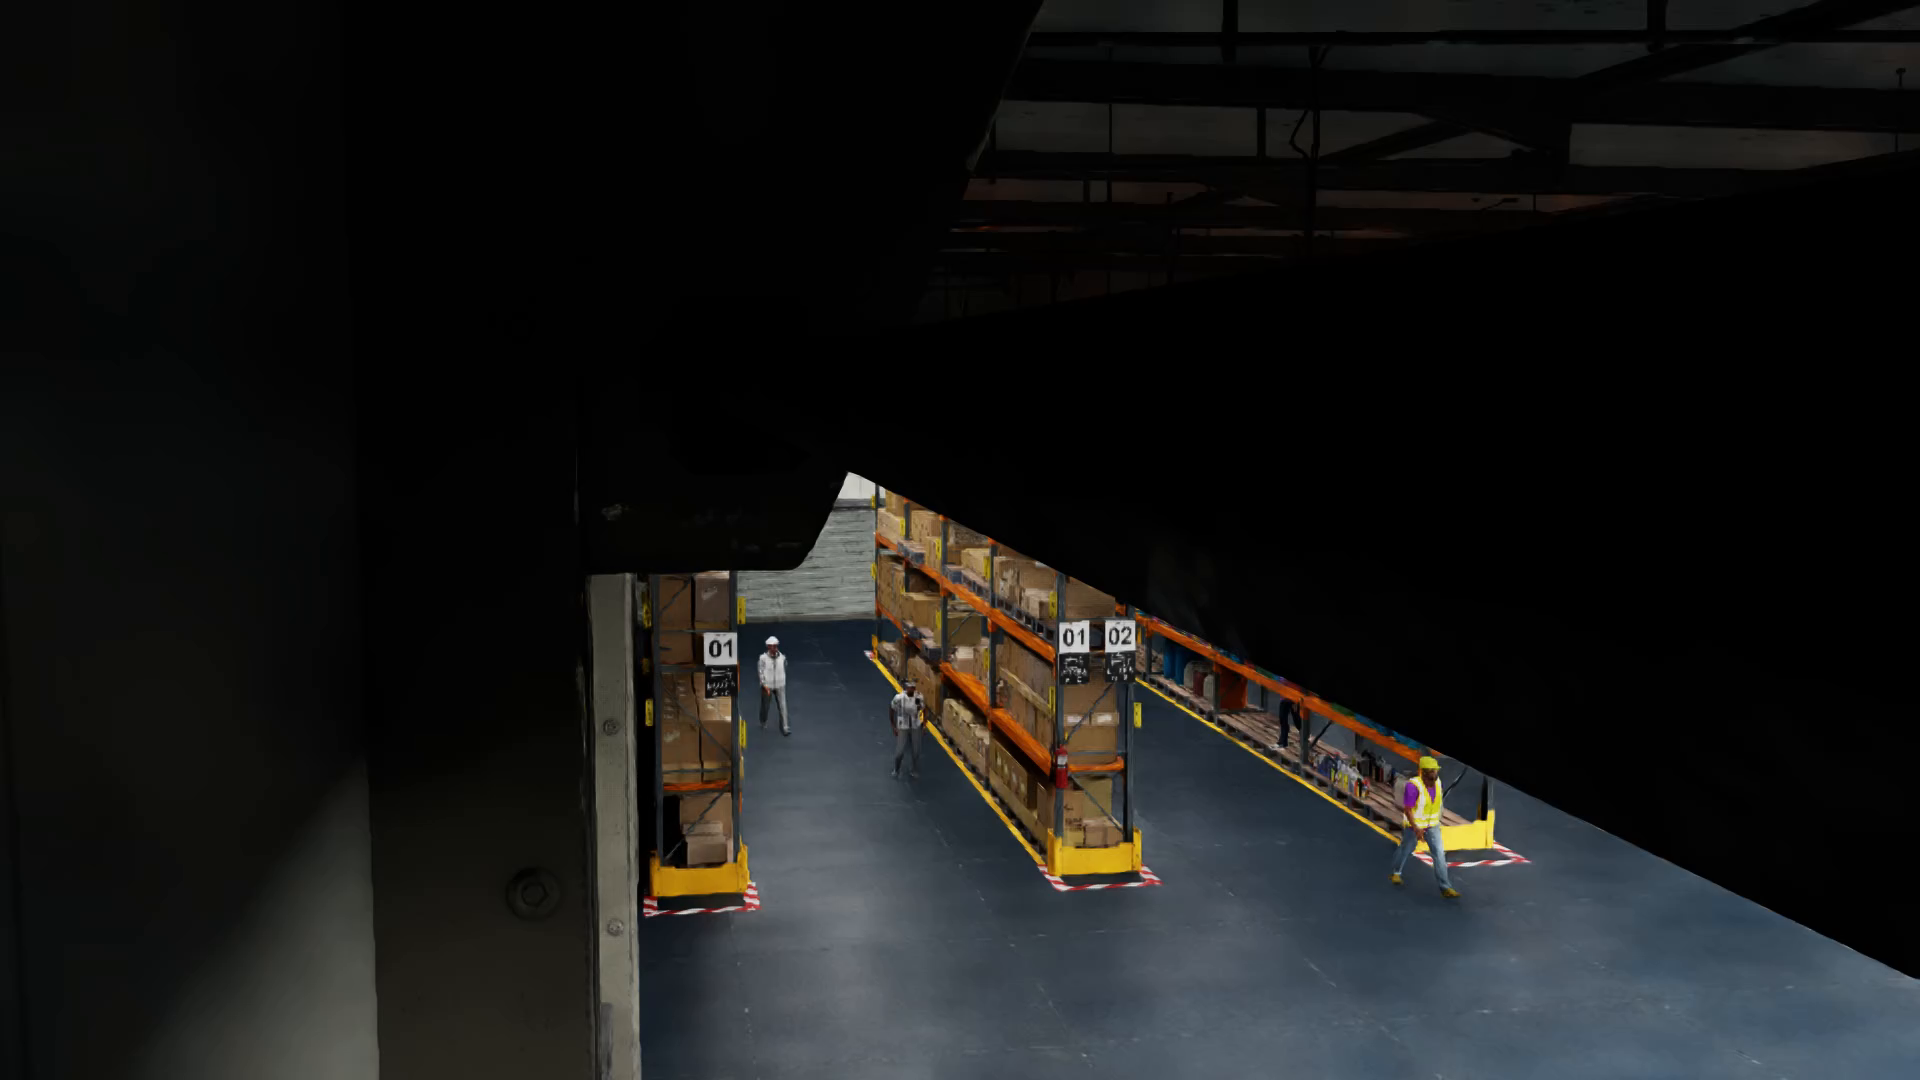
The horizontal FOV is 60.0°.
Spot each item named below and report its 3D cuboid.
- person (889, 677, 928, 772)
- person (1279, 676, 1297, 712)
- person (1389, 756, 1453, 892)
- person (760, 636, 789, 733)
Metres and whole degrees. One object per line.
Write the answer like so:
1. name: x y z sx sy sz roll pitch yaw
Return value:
1. person: -0.797 2.857 25.723 0.592 1.564 0.526 -1 6 -12
2. person: 5.274 2.252 26.644 0.318 0.919 0.532 -3 6 -24
3. person: 5.559 3.387 20.132 0.598 1.640 0.912 -2 6 -20
4. person: -3.266 2.479 28.927 0.448 1.671 0.852 -2 6 -19
